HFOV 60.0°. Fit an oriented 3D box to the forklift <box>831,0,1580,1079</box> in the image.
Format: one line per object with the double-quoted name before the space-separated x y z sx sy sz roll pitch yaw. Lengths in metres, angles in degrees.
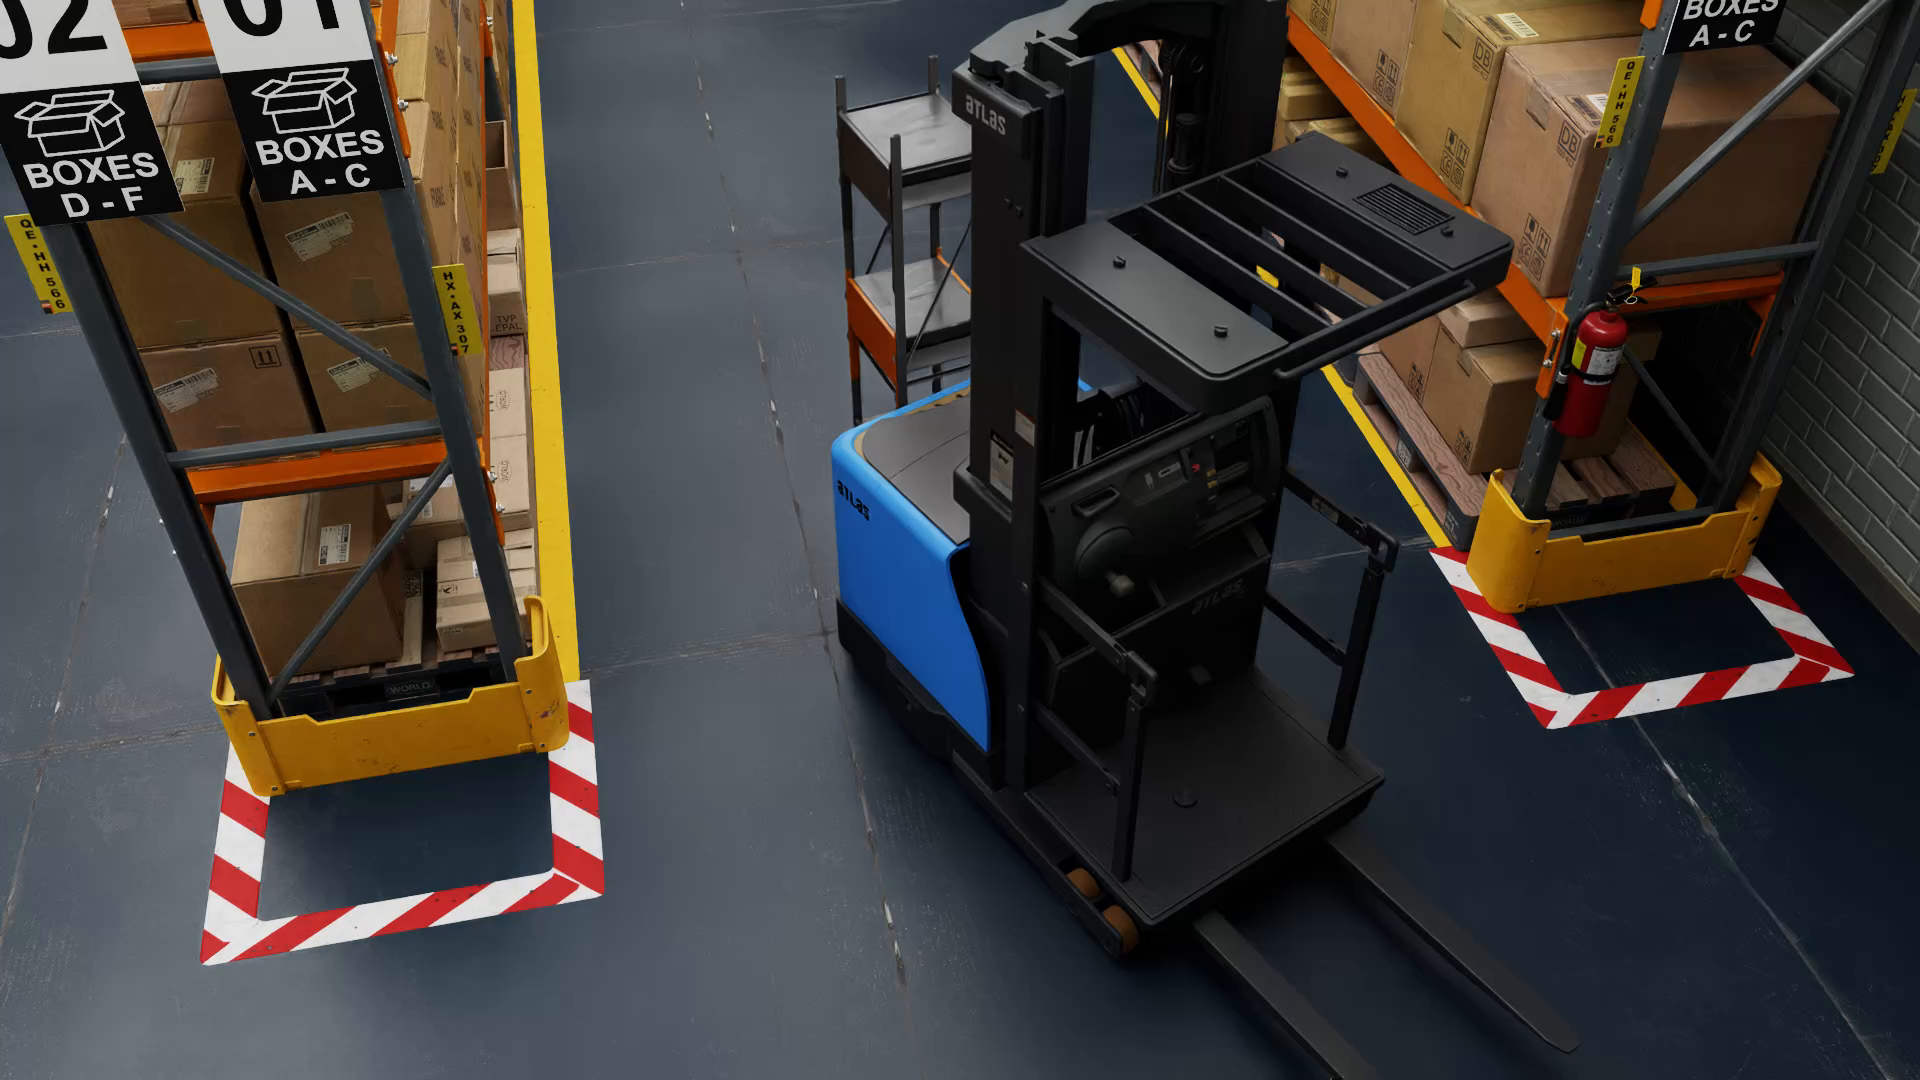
"forklift" 0.775 -0.057 5.106 1.130 2.935 3.031 -25 47 -26

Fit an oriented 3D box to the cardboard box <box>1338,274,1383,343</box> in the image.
"cardboard box" 2.288 -1.329 8.055 0.700 0.500 0.500 -10 42 -11

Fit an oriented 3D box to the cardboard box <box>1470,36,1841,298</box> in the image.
"cardboard box" 2.634 -1.459 6.408 0.980 0.700 0.700 -7 42 -7

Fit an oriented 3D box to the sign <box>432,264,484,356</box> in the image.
"sign" -1.552 -0.707 5.135 0.100 0.325 0.005 -8 42 -9

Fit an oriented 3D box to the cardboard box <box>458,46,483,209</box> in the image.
"cardboard box" -2.249 -1.652 6.776 0.500 0.500 0.500 -8 42 -9

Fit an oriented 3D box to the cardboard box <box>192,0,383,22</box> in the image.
"cardboard box" -1.945 -1.740 4.805 0.500 0.250 0.500 -8 42 -9

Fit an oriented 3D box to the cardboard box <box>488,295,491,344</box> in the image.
"cardboard box" -2.535 -0.912 7.567 0.797 0.503 0.637 -8 42 -9

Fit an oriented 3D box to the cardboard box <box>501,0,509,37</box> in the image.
"cardboard box" -3.147 -3.473 10.455 0.500 0.500 0.500 -10 43 -11

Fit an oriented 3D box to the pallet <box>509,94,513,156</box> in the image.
"pallet" -3.158 -2.377 9.769 1.003 0.211 1.213 -8 42 -9

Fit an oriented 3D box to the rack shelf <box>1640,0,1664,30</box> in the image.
"rack shelf" 2.322 -3.167 6.840 1.077 0.370 4.000 -8 42 -9

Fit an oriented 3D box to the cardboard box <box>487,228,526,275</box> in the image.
"cardboard box" -2.406 -1.433 8.421 0.380 0.149 0.250 -8 42 -9

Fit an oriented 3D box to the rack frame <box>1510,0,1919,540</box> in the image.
"rack frame" 2.754 -1.018 6.137 1.000 3.000 0.127 -8 42 -9

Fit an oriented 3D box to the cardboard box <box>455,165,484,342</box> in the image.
"cardboard box" -2.037 -1.002 6.044 0.500 0.500 0.500 -9 42 -10

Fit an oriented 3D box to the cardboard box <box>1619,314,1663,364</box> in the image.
"cardboard box" 2.728 -0.869 7.048 0.380 0.149 0.250 -8 42 -9

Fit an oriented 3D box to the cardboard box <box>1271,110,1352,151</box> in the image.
"cardboard box" 2.057 -2.007 8.818 0.700 0.500 0.500 -9 42 -10

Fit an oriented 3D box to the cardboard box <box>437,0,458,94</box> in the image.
"cardboard box" -2.254 -2.034 6.453 0.500 0.500 0.500 -9 42 -10

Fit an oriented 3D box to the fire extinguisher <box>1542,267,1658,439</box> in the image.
"fire extinguisher" 2.336 -0.685 6.102 0.296 0.674 0.183 -8 42 -9

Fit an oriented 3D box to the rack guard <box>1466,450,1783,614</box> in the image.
"rack guard" 2.759 -0.067 6.949 1.175 0.500 0.348 -8 42 -9

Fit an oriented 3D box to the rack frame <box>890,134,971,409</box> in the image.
"rack frame" -0.054 -0.637 6.385 0.400 2.100 0.015 -18 45 -19

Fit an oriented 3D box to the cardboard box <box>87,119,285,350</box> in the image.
"cardboard box" -2.447 -0.966 5.250 0.500 0.500 0.500 -9 42 -10

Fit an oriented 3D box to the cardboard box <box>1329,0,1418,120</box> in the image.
"cardboard box" 2.311 -2.424 7.496 0.980 0.700 0.700 -10 43 -11

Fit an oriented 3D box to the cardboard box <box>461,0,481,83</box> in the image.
"cardboard box" -2.474 -2.314 7.522 0.500 0.500 0.500 -7 42 -8

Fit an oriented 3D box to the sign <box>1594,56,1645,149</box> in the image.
"sign" 2.221 -1.470 5.596 0.100 0.325 0.005 -8 42 -9

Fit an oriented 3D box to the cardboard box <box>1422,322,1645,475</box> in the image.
"cardboard box" 2.505 -0.679 7.322 0.700 0.500 0.500 -8 42 -9

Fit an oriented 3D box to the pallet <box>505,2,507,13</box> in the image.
"pallet" -3.685 -3.959 11.551 1.003 0.211 1.213 -8 42 -9

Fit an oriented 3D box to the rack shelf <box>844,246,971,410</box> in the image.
"rack shelf" -0.159 -0.773 6.559 0.431 0.518 0.480 -18 45 -19

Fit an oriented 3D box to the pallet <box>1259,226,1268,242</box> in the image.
"pallet" 1.978 -2.063 9.416 1.003 0.211 1.213 -8 42 -9

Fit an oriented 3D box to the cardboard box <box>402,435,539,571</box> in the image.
"cardboard box" -2.030 -0.159 6.909 0.500 0.250 0.500 -8 42 -9

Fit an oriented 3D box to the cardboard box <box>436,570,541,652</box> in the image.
"cardboard box" -1.837 0.276 6.496 0.380 0.149 0.250 -8 42 -9

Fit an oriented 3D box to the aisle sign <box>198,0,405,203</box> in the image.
"aisle sign" -1.781 -1.275 4.469 0.394 0.787 0.004 -8 42 -9

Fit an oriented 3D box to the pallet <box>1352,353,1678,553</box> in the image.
"pallet" 2.505 -0.482 7.634 1.003 0.211 1.213 -8 42 -9

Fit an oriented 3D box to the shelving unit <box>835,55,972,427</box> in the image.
"shelving unit" -0.159 -0.783 6.550 0.431 2.100 0.503 -18 45 -19

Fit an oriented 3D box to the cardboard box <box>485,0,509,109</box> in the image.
"cardboard box" -2.938 -2.821 9.719 0.500 0.500 0.500 -8 42 -9

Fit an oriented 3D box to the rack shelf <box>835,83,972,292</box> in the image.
"rack shelf" -0.159 -1.296 6.095 0.431 0.518 0.480 -18 45 -19

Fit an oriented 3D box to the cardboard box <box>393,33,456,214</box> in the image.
"cardboard box" -2.041 -1.380 5.716 0.500 0.500 0.500 -8 42 -9

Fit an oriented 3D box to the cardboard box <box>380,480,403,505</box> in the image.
"cardboard box" -2.616 -0.379 7.157 0.500 0.250 0.500 -8 42 -9

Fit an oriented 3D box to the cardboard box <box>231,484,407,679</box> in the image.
"cardboard box" -2.440 0.148 6.376 0.500 0.500 0.500 -8 42 -9

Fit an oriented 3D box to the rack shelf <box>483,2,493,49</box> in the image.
"rack shelf" -3.377 -3.926 9.955 1.077 0.370 4.000 -8 42 -9

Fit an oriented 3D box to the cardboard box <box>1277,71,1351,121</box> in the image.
"cardboard box" 1.848 -2.328 8.691 0.380 0.149 0.250 -7 42 -8

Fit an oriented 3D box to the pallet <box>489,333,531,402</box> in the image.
"pallet" -2.531 -0.618 7.787 1.003 0.211 1.213 -8 42 -9

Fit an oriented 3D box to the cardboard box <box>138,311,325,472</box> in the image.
"cardboard box" -2.445 -0.594 5.584 0.500 0.500 0.500 -7 42 -8

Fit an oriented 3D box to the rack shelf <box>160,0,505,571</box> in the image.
"rack shelf" -2.514 -1.333 7.034 1.077 0.370 4.000 -8 42 -9
